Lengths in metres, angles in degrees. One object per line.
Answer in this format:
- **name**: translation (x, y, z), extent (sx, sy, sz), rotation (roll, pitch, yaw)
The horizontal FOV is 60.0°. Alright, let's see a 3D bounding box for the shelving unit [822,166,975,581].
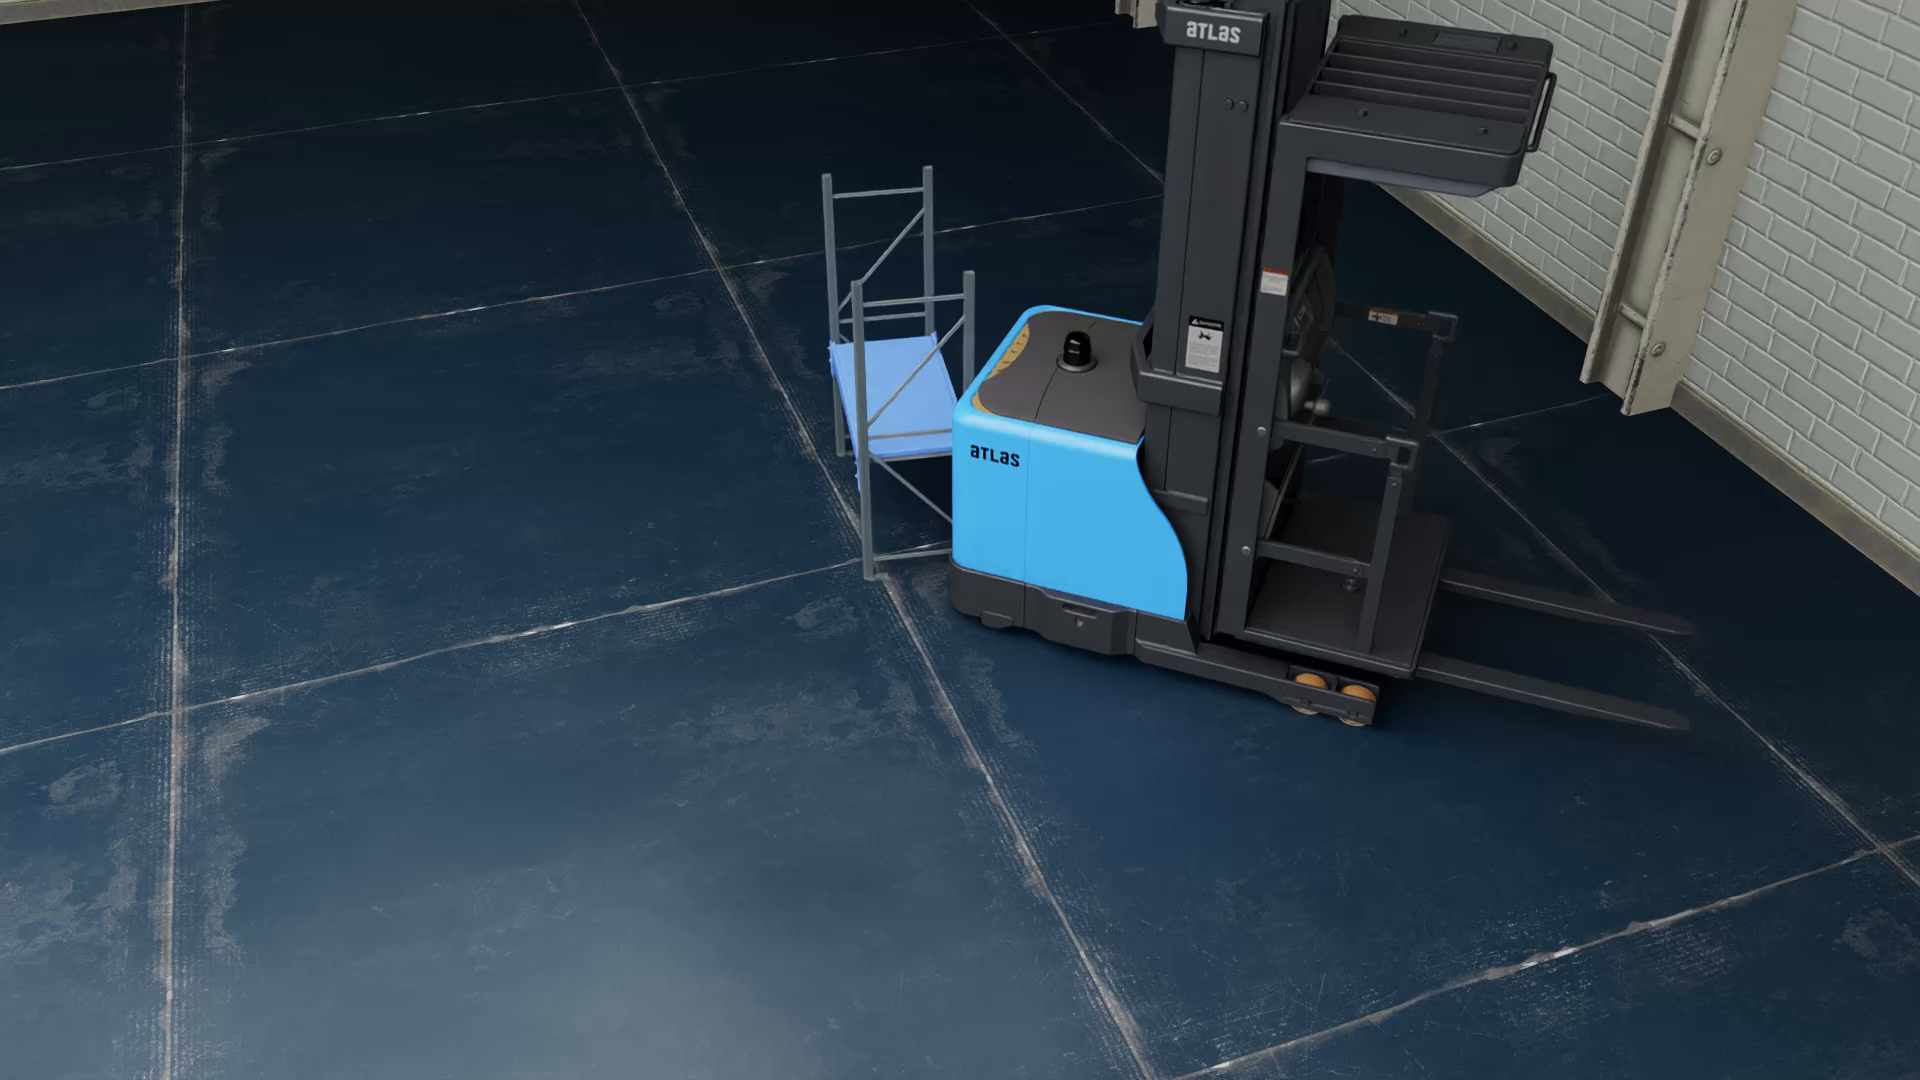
- **shelving unit**: translation (-0.279, -0.752, 7.502), extent (0.538, 1.500, 1.048), rotation (-6, 37, -8)

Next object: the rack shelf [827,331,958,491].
- **rack shelf**: translation (-0.279, -0.609, 7.611), extent (0.538, 0.185, 1.000), rotation (-6, 37, -8)

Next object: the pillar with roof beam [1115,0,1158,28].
- **pillar with roof beam**: translation (-2.584, -6.877, 9.400), extent (9.100, 9.000, 0.400), rotation (-12, 39, -16)

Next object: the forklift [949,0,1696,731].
- **forklift**: translation (1.523, -0.780, 6.349), extent (3.031, 2.935, 1.130), rotation (13, 39, 17)

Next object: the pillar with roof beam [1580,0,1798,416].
- **pillar with roof beam**: translation (-0.519, -3.487, 4.900), extent (9.100, 9.000, 0.400), rotation (-12, 39, -16)

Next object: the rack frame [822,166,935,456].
- **rack frame**: translation (-0.370, -1.053, 7.902), extent (0.500, 1.500, 0.032), rotation (-6, 37, -8)

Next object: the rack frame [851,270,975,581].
- **rack frame**: translation (-0.187, -0.451, 7.103), extent (0.500, 1.500, 0.032), rotation (-6, 37, -8)
